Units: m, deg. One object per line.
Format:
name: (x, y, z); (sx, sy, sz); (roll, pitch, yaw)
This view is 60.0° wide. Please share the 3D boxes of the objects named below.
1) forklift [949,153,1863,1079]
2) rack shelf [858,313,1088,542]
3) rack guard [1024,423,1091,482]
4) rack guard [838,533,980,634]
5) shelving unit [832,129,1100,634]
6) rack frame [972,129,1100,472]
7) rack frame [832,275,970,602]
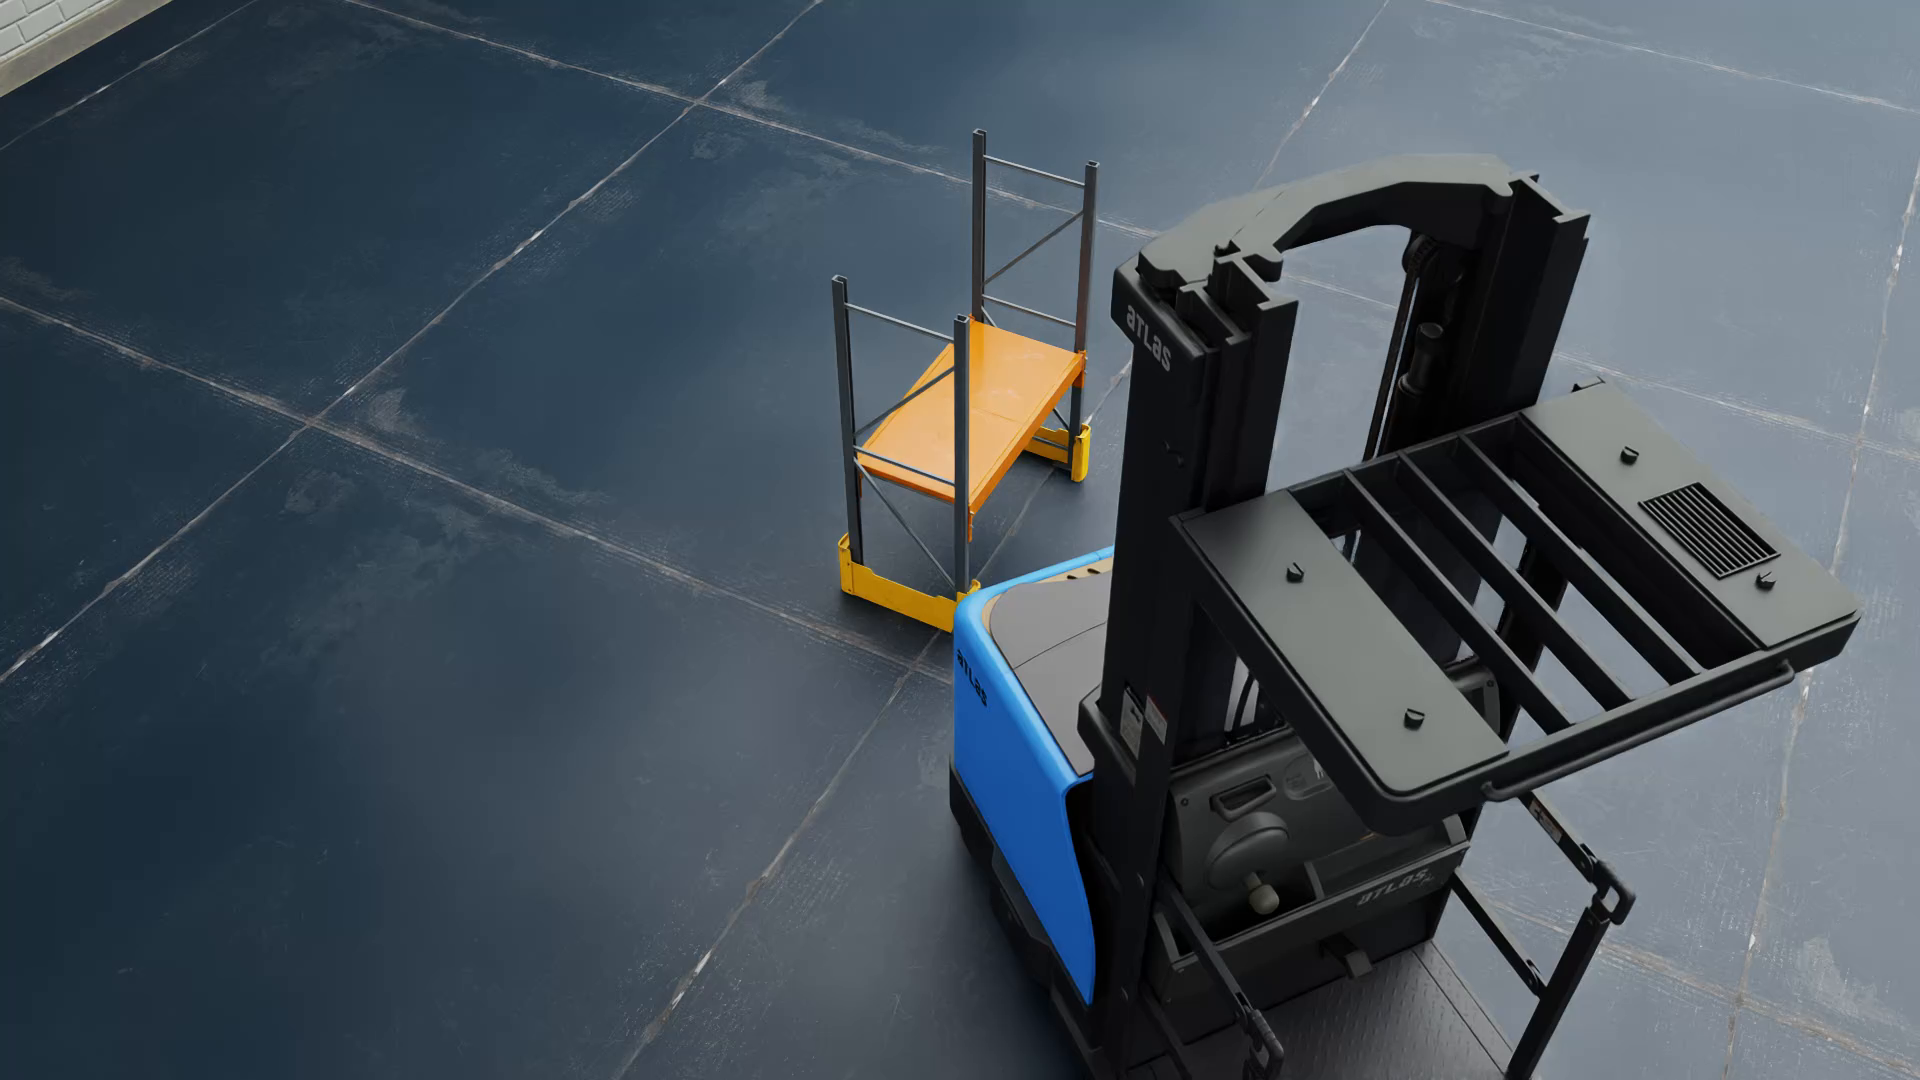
forklift: (1.032, 0.717, 3.981); (1.130, 2.935, 3.031); (-18, 48, -17)
rack shelf: (0.040, -0.455, 6.398); (0.538, 0.185, 1.000); (20, 49, 19)
rack guard: (0.267, -0.450, 7.019); (0.587, 0.250, 0.087); (20, 49, 19)
rack guard: (-0.196, 0.178, 6.398); (0.587, 0.250, 0.087); (20, 49, 19)
shelving unit: (-3.512, 4.133, 1.400); (0.587, 1.800, 16.366); (20, 49, 19)
rack frame: (-3.523, 4.133, 1.400); (0.520, 1.800, 16.358); (20, 49, 19)
rack frame: (-0.196, -0.261, 5.953); (0.500, 1.500, 0.032); (20, 49, 19)
